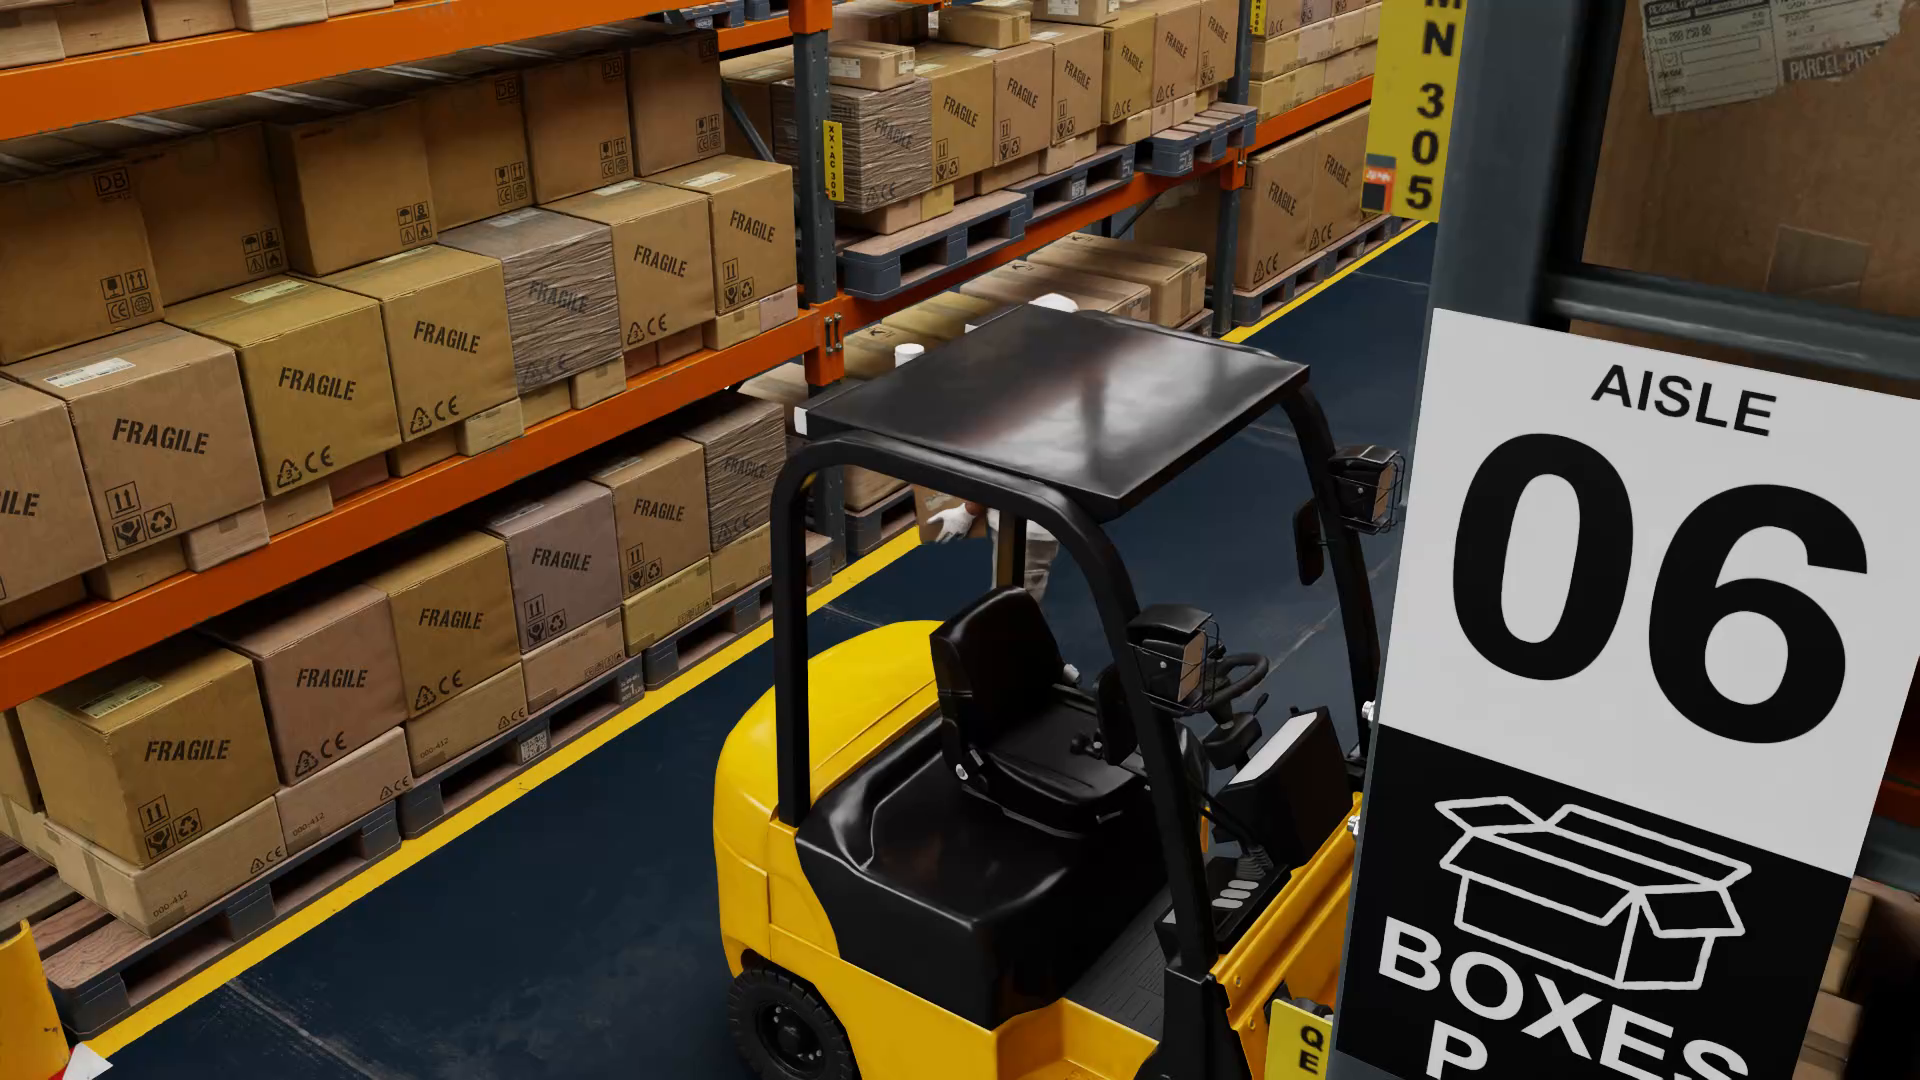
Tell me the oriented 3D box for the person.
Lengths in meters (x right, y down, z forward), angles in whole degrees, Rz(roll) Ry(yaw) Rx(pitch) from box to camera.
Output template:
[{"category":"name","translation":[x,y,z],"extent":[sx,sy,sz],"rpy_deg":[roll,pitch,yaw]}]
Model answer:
[{"category":"person","translation":[0.167,-0.068,6.225],"extent":[0.570,1.787,0.503],"rpy_deg":[1,27,2]}]
